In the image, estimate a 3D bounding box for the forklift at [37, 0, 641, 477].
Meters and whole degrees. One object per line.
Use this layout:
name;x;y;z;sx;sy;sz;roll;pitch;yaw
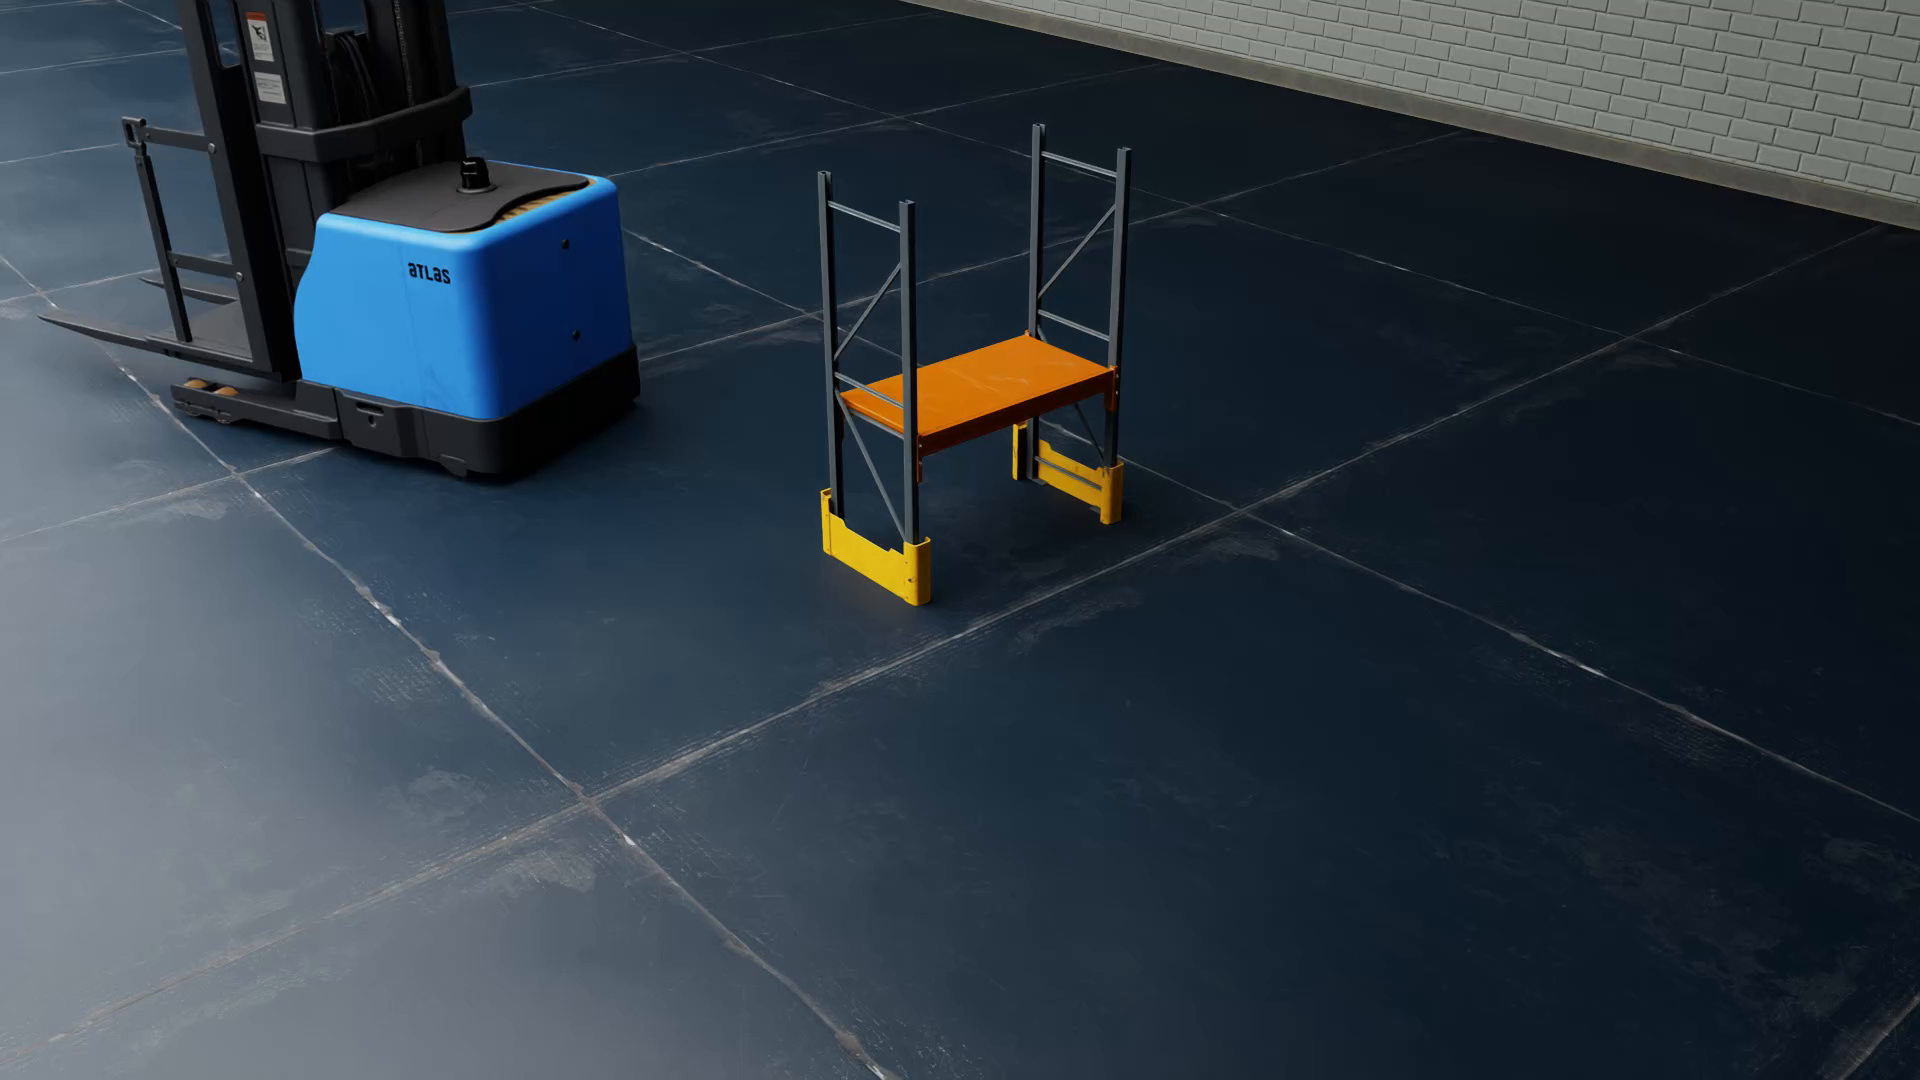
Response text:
forklift;-3.030;-2.025;7.250;3.031;2.935;1.130;13;31;23

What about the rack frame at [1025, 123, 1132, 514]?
rack frame;0.452;-0.843;6.556;0.032;1.500;0.500;-22;35;-35

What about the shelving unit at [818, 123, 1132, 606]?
shelving unit;0.058;-0.685;6.260;1.083;1.500;0.587;-22;35;-35

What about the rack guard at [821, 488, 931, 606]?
rack guard;-0.321;0.019;6.269;0.087;0.250;0.587;-22;35;-35

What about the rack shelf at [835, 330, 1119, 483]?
rack shelf;0.065;-0.529;6.350;1.000;0.185;0.538;-22;35;-35

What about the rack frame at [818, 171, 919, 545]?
rack frame;-0.322;-0.532;5.974;0.032;1.500;0.500;-22;35;-35

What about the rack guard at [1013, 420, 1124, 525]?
rack guard;0.437;-0.286;6.840;0.087;0.250;0.587;-22;35;-35
